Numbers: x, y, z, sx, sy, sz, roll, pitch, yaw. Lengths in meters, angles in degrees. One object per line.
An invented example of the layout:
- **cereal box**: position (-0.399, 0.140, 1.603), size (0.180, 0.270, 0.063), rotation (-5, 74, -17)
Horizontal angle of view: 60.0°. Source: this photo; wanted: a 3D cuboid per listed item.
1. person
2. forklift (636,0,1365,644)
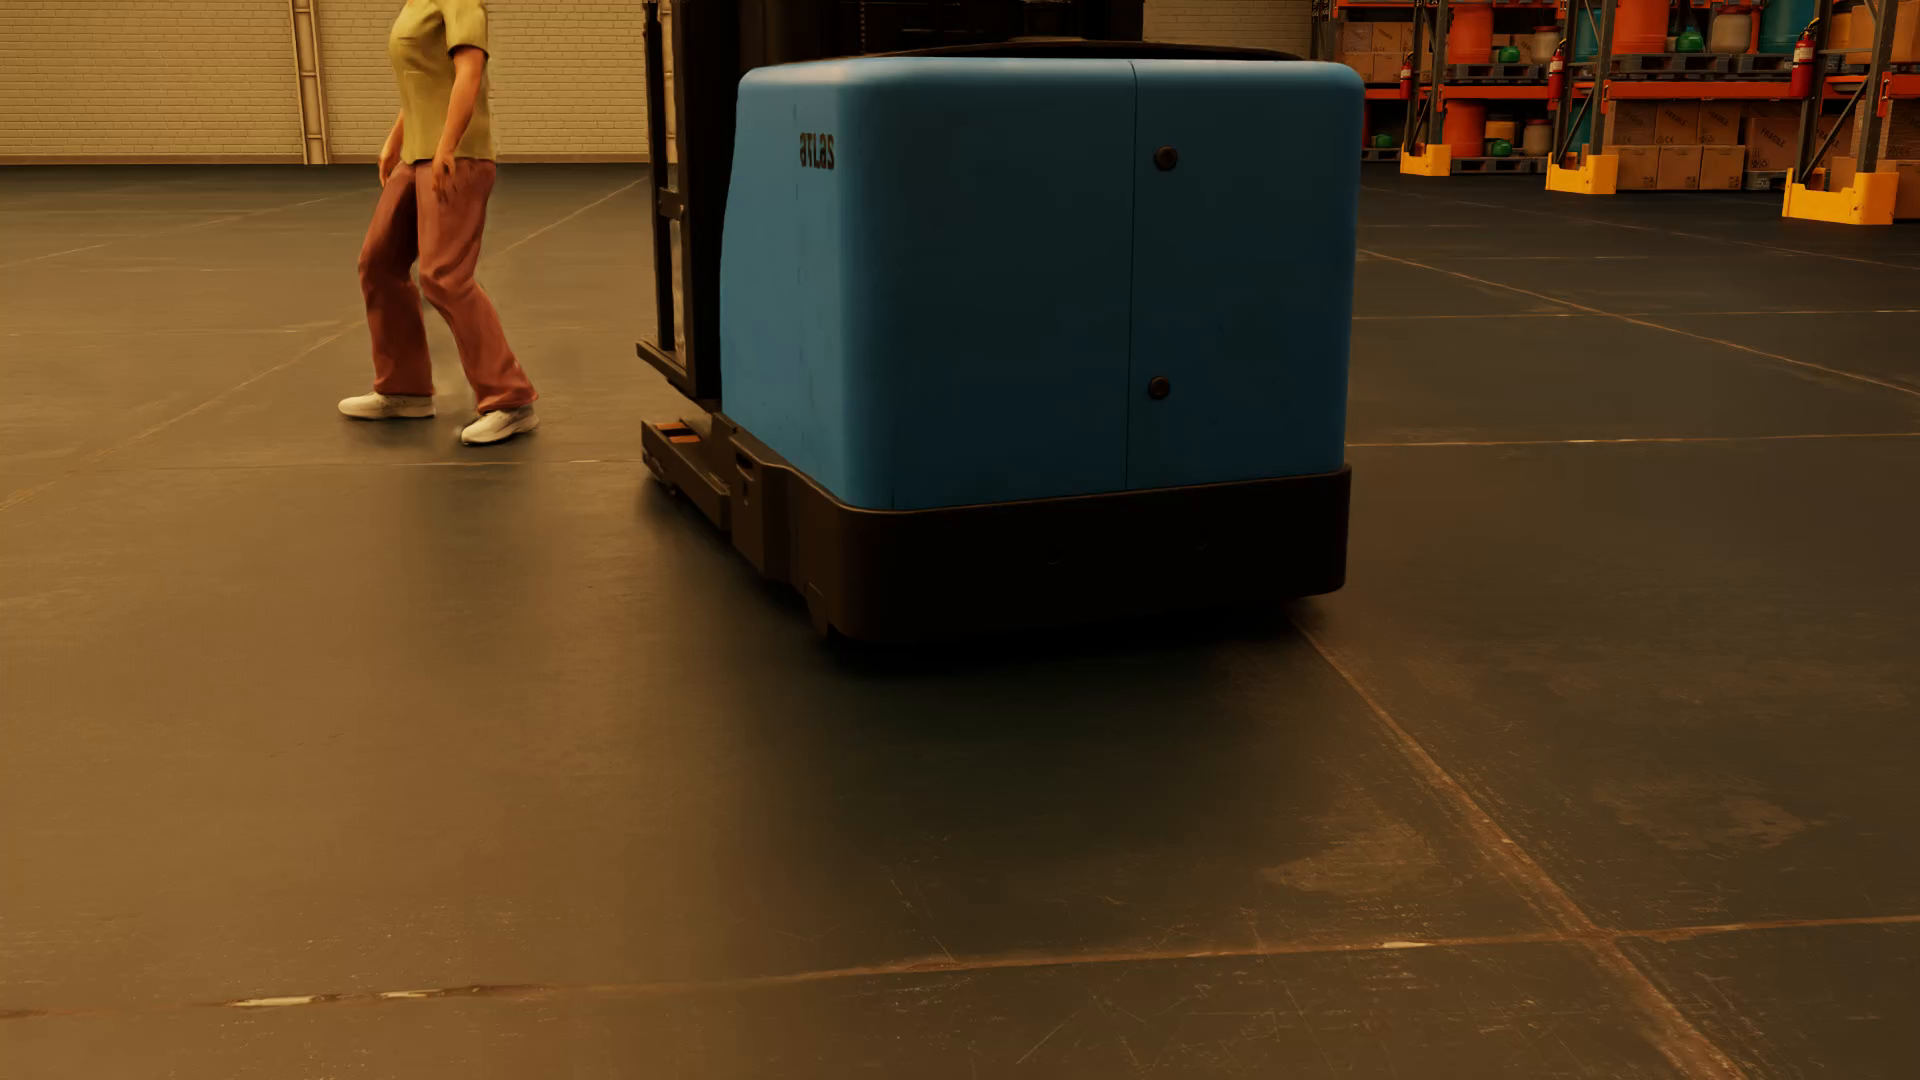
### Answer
- **person**: position (-1.657, -1.150, 5.103), size (0.503, 1.627, 0.787), rotation (-9, 17, -30)
- **forklift**: position (-0.230, -1.562, 4.114), size (1.130, 2.935, 3.031), rotation (-6, 16, -20)
